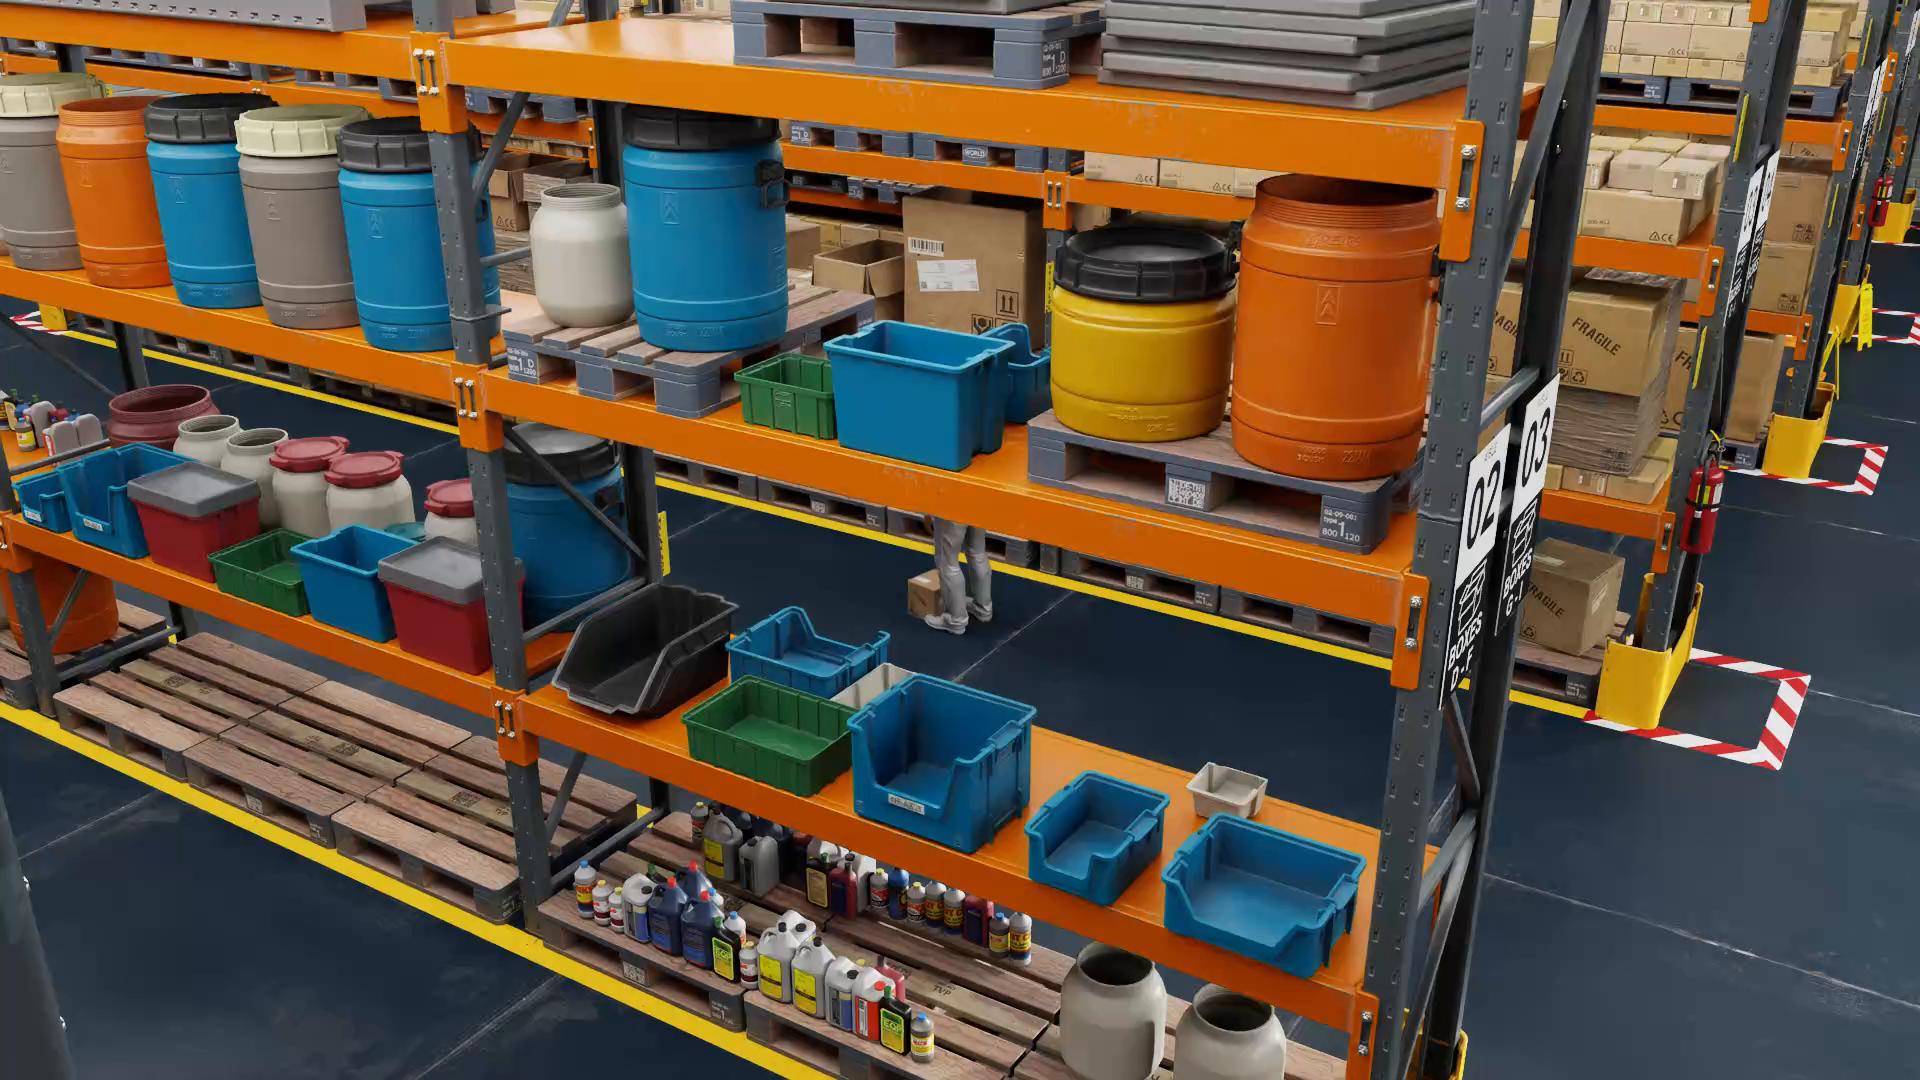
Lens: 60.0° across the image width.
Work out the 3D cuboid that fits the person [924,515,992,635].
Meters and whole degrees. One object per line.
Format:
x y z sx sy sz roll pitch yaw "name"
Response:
-0.003 -0.255 10.674 0.458 1.760 0.616 20 30 39 "person"
